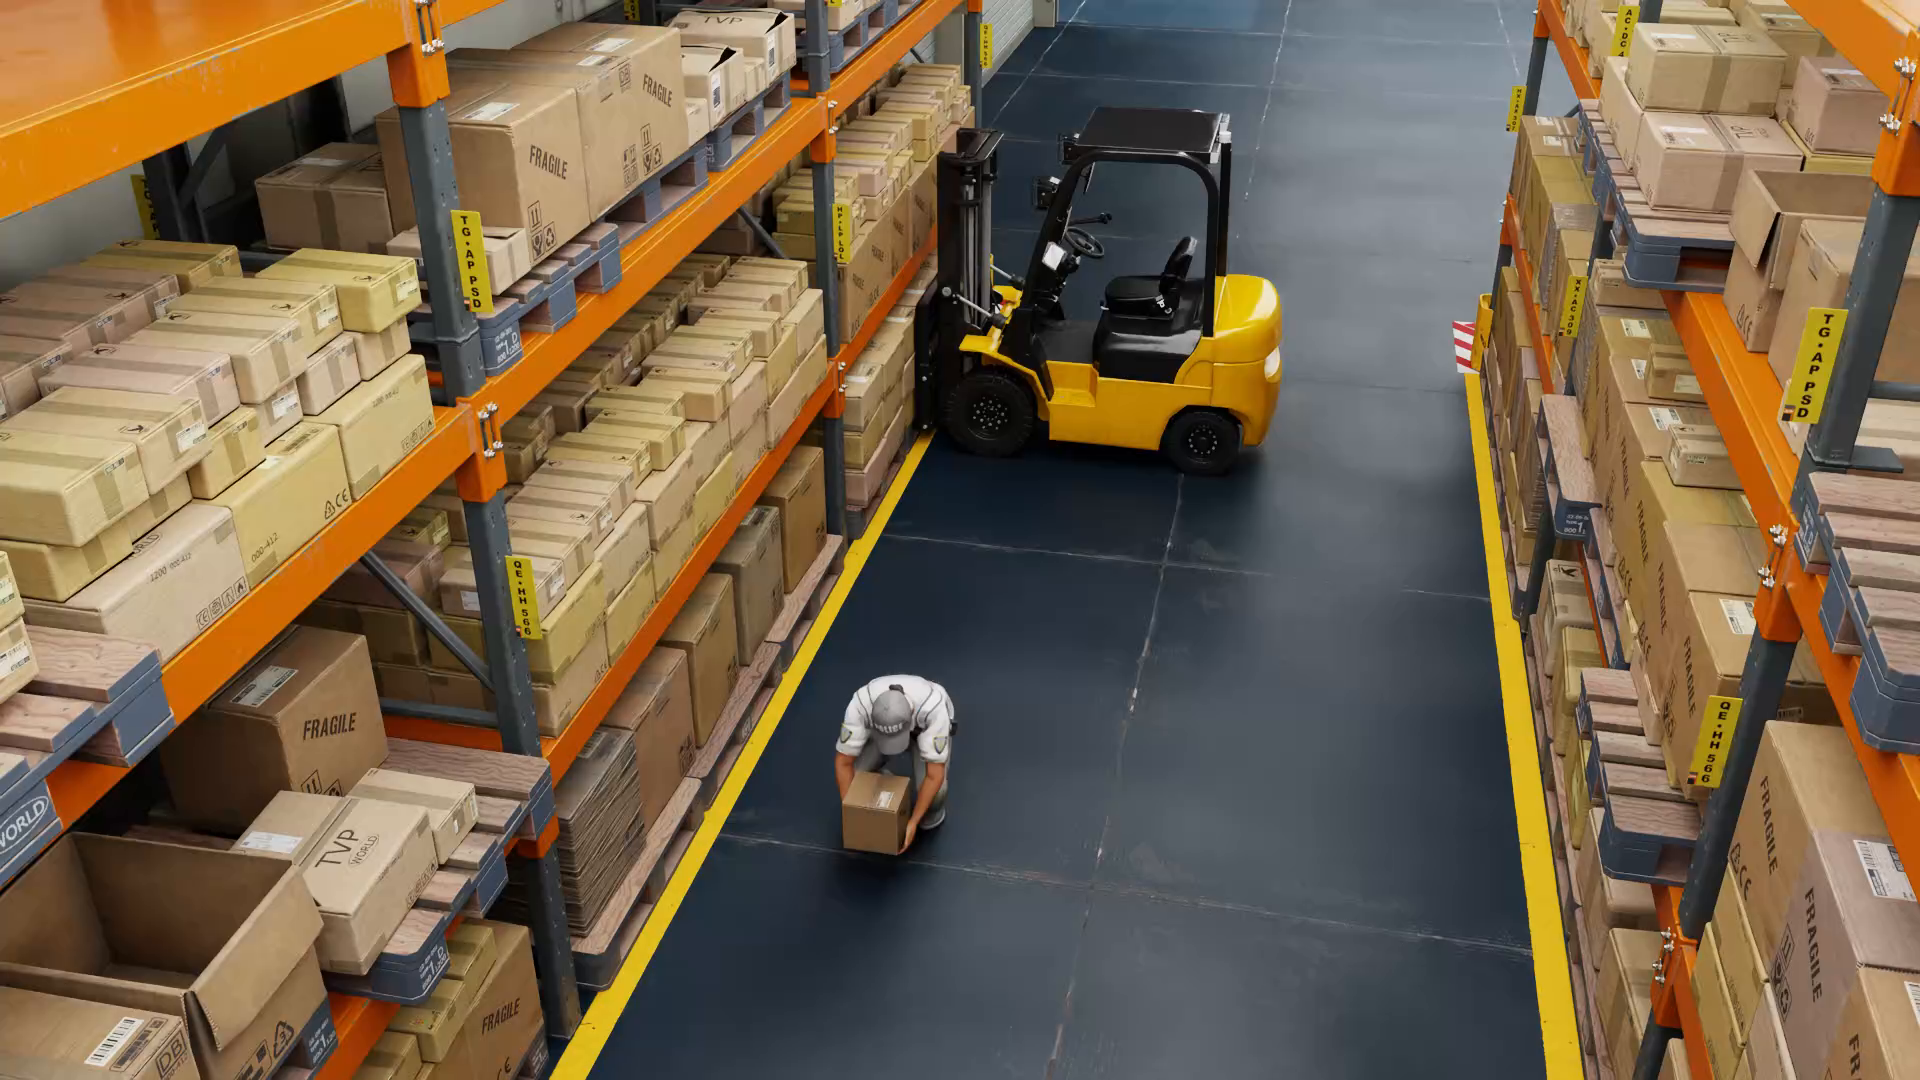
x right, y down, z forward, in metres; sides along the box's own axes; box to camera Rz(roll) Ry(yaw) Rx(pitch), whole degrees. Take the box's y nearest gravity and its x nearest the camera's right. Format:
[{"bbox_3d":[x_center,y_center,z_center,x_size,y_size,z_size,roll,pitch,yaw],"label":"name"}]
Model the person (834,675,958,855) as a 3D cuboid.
[{"bbox_3d":[-0.284,0.942,7.679,0.537,0.930,0.856,7,30,12],"label":"person"}]
